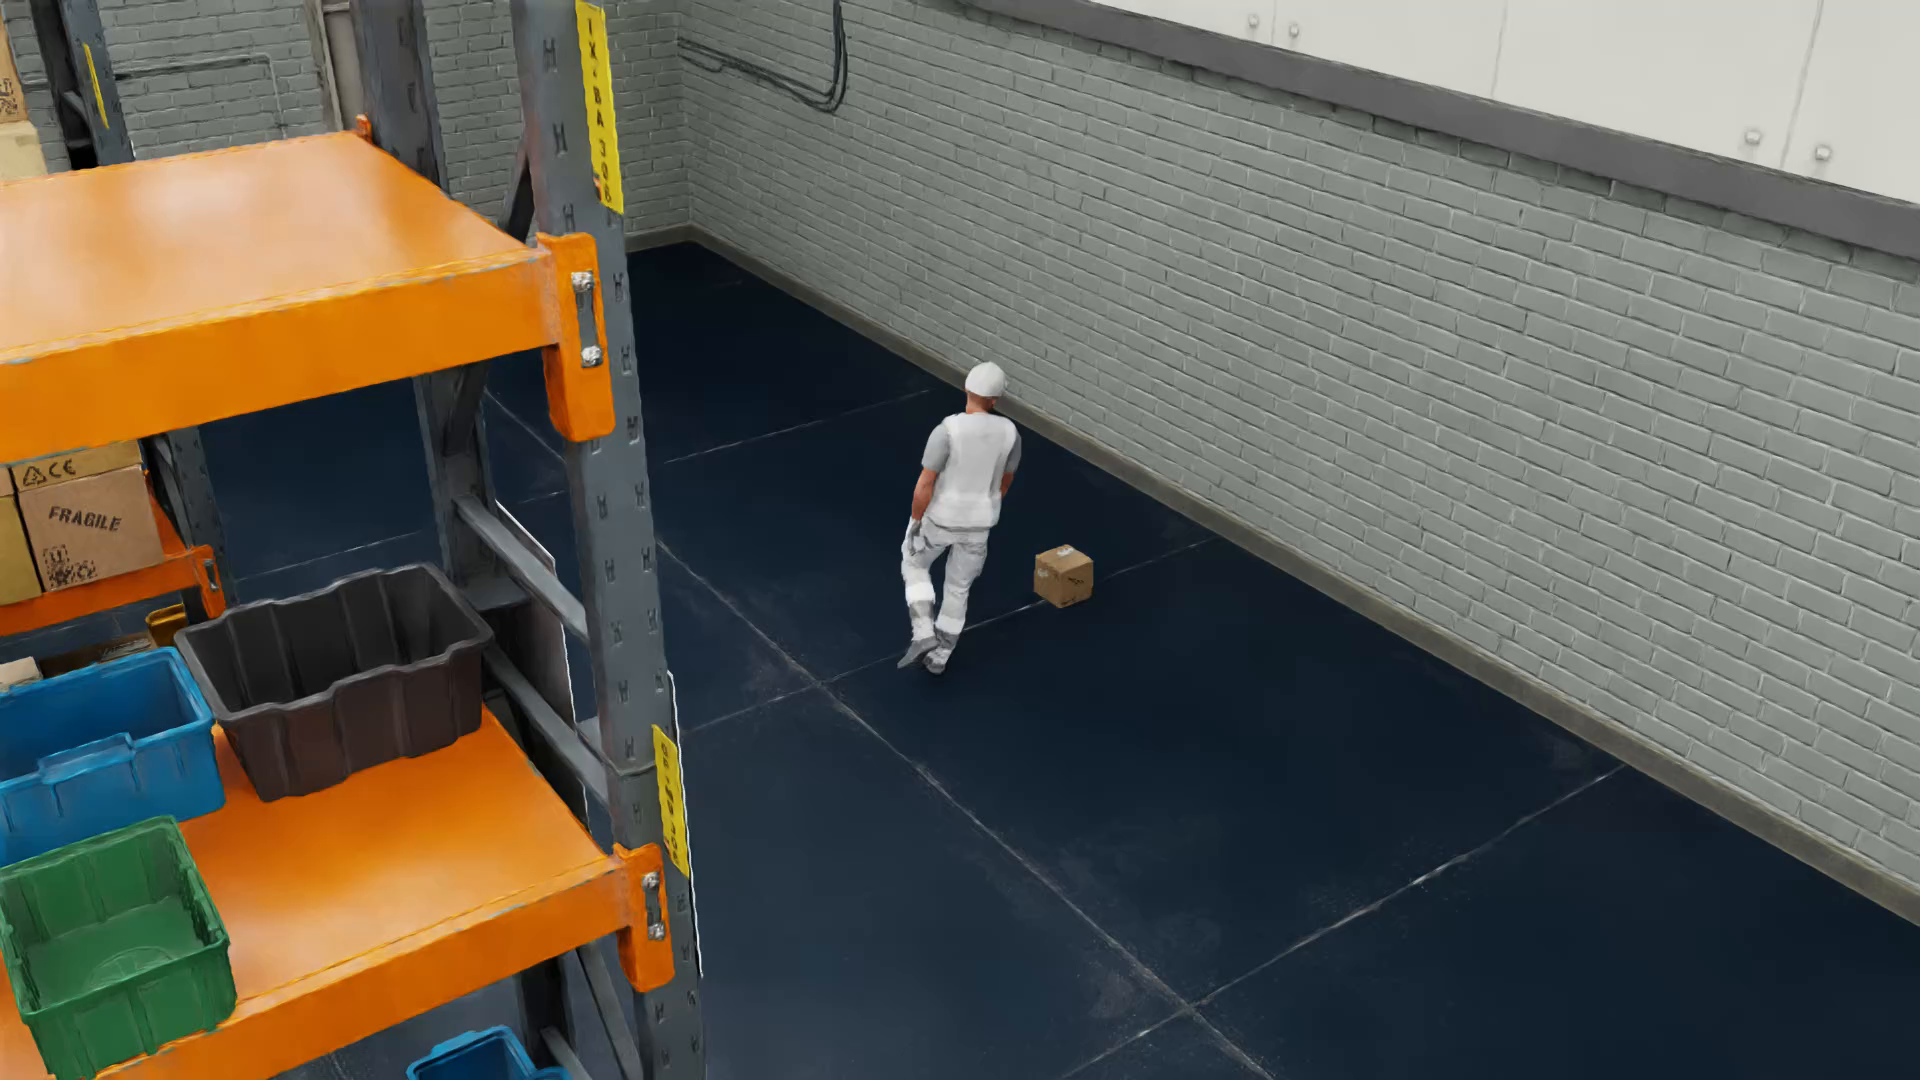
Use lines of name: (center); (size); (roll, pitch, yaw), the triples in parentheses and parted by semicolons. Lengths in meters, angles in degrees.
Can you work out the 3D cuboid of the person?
person: (-0.031, -0.089, 8.834); (0.731, 1.761, 0.519); (-9, 30, -16)
